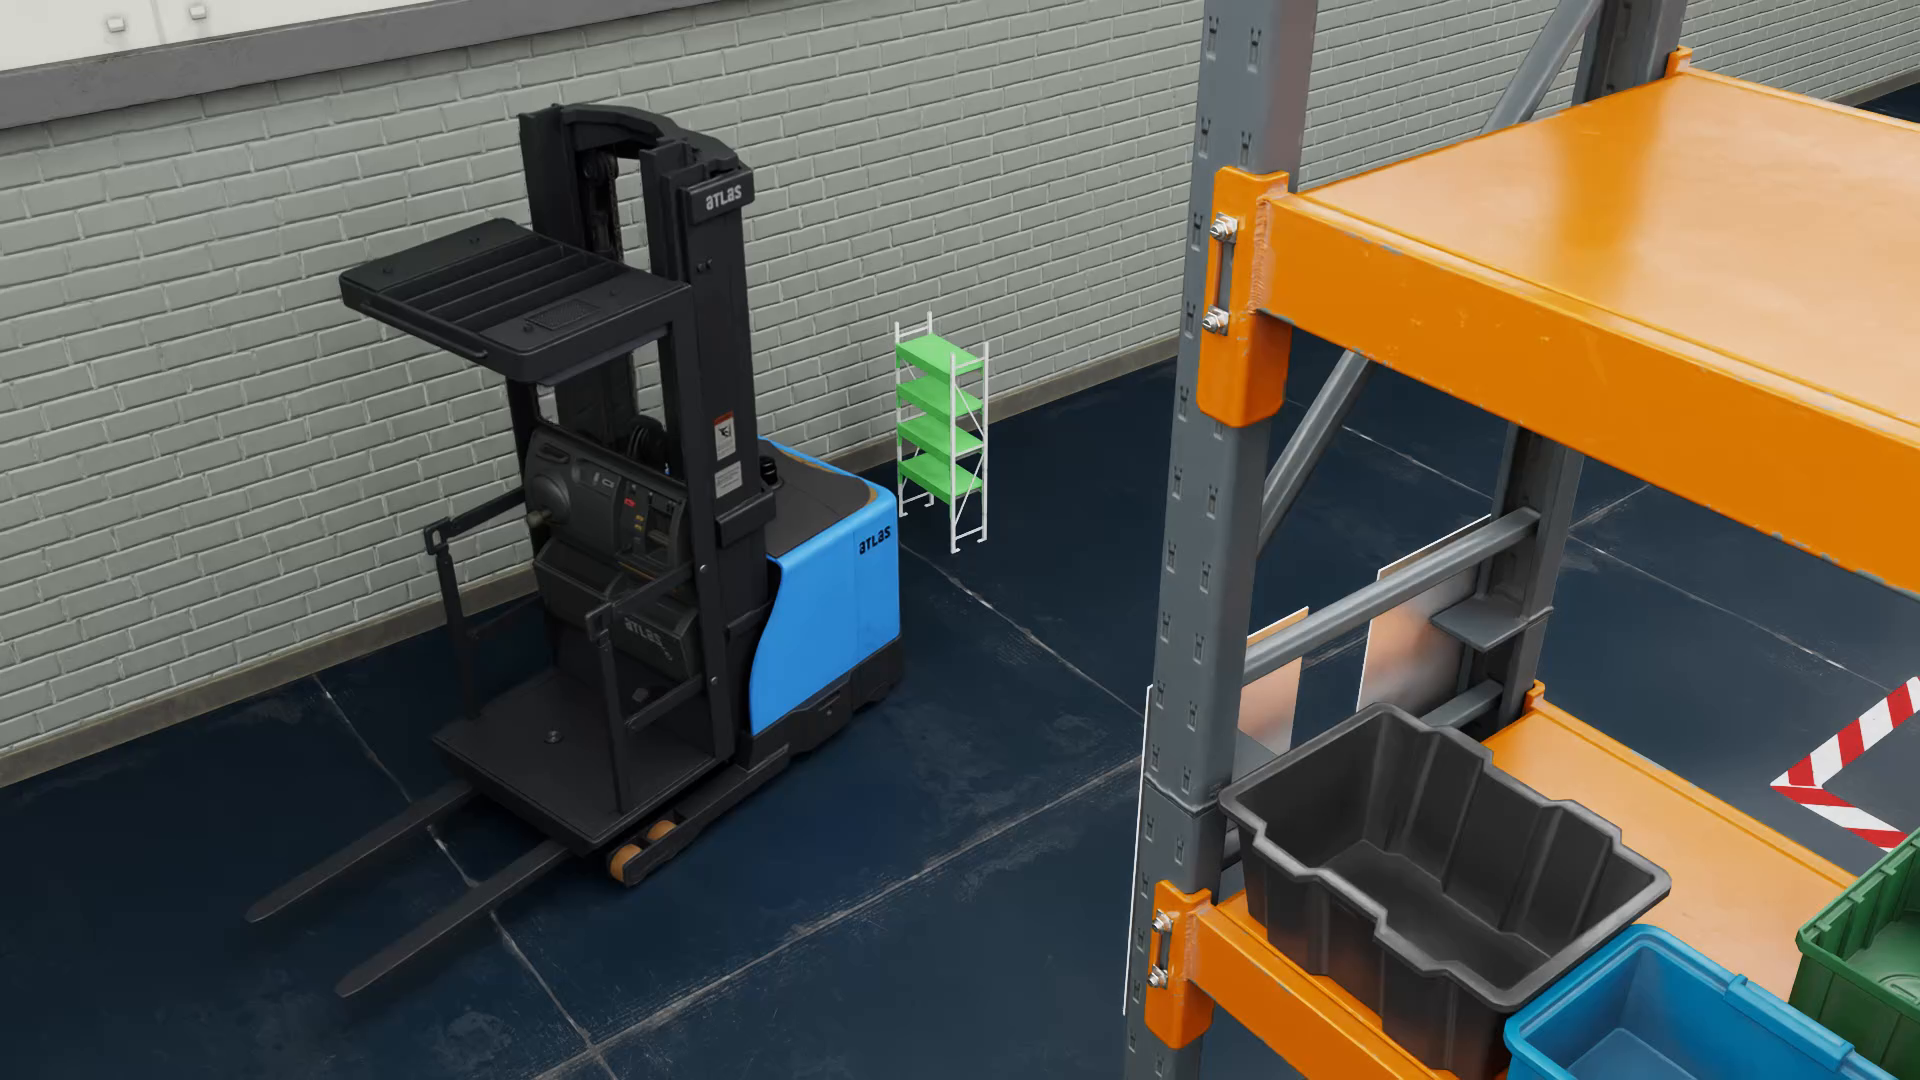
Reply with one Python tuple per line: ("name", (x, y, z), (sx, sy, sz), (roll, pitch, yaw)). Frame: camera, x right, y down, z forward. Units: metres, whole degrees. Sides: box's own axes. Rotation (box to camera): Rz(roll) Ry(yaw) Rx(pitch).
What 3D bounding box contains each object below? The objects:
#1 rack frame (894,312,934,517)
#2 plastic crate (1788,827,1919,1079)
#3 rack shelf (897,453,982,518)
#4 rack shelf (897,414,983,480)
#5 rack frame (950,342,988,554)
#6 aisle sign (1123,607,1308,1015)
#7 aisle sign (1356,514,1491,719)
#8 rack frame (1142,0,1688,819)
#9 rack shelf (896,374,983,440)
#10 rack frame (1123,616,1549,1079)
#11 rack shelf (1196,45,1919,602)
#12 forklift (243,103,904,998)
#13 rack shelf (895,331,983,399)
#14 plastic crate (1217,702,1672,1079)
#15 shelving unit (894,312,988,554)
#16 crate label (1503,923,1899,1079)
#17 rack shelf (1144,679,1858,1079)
("rack frame", (-0.251, -0.680, 9.208), (0.240, 1.200, 0.015), (-22, 38, -31))
("plastic crate", (1.581, 0.692, 2.651), (0.450, 0.188, 0.336), (-22, 38, -31))
("rack shelf", (-0.101, -0.321, 9.205), (0.258, 0.148, 0.480), (-22, 38, -31))
("rack shelf", (-0.101, -0.524, 9.078), (0.258, 0.148, 0.480), (-22, 38, -31))
("rack frame", (0.048, -0.477, 8.881), (0.240, 1.200, 0.015), (-22, 38, -31))
("aisle sign", (0.472, 0.519, 3.107), (0.394, 0.787, 0.004), (-22, 38, -31))
("aisle sign", (0.938, 0.328, 3.414), (0.394, 0.787, 0.004), (-22, 38, -31))
("rack frame", (0.751, -0.991, 2.317), (1.000, 3.000, 0.127), (-22, 38, -31))
("rack shelf", (-0.101, -0.728, 8.952), (0.258, 0.148, 0.480), (-22, 38, -31))
("rack frame", (0.751, 1.557, 3.899), (1.000, 3.000, 0.127), (-22, 38, -31))
("rack shelf", (1.977, 0.318, 1.270), (1.077, 0.370, 4.000), (-22, 38, -31))
("forklift", (-1.585, -0.105, 6.641), (1.130, 2.935, 3.031), (23, 39, 32))
("rack shelf", (-0.101, -0.932, 8.825), (0.258, 0.148, 0.480), (-22, 38, -31))
("plastic crate", (0.767, 0.589, 2.739), (0.497, 0.269, 0.590), (-22, 38, -31))
("shelving unit", (-0.101, -0.579, 9.045), (0.258, 1.200, 0.503), (-22, 38, -31))
("crate label", (1.061, 0.835, 2.360), (0.408, 0.251, 0.502), (-22, 38, -31))
("rack shelf", (1.977, 1.422, 1.956), (1.077, 0.370, 4.000), (-22, 38, -31))
